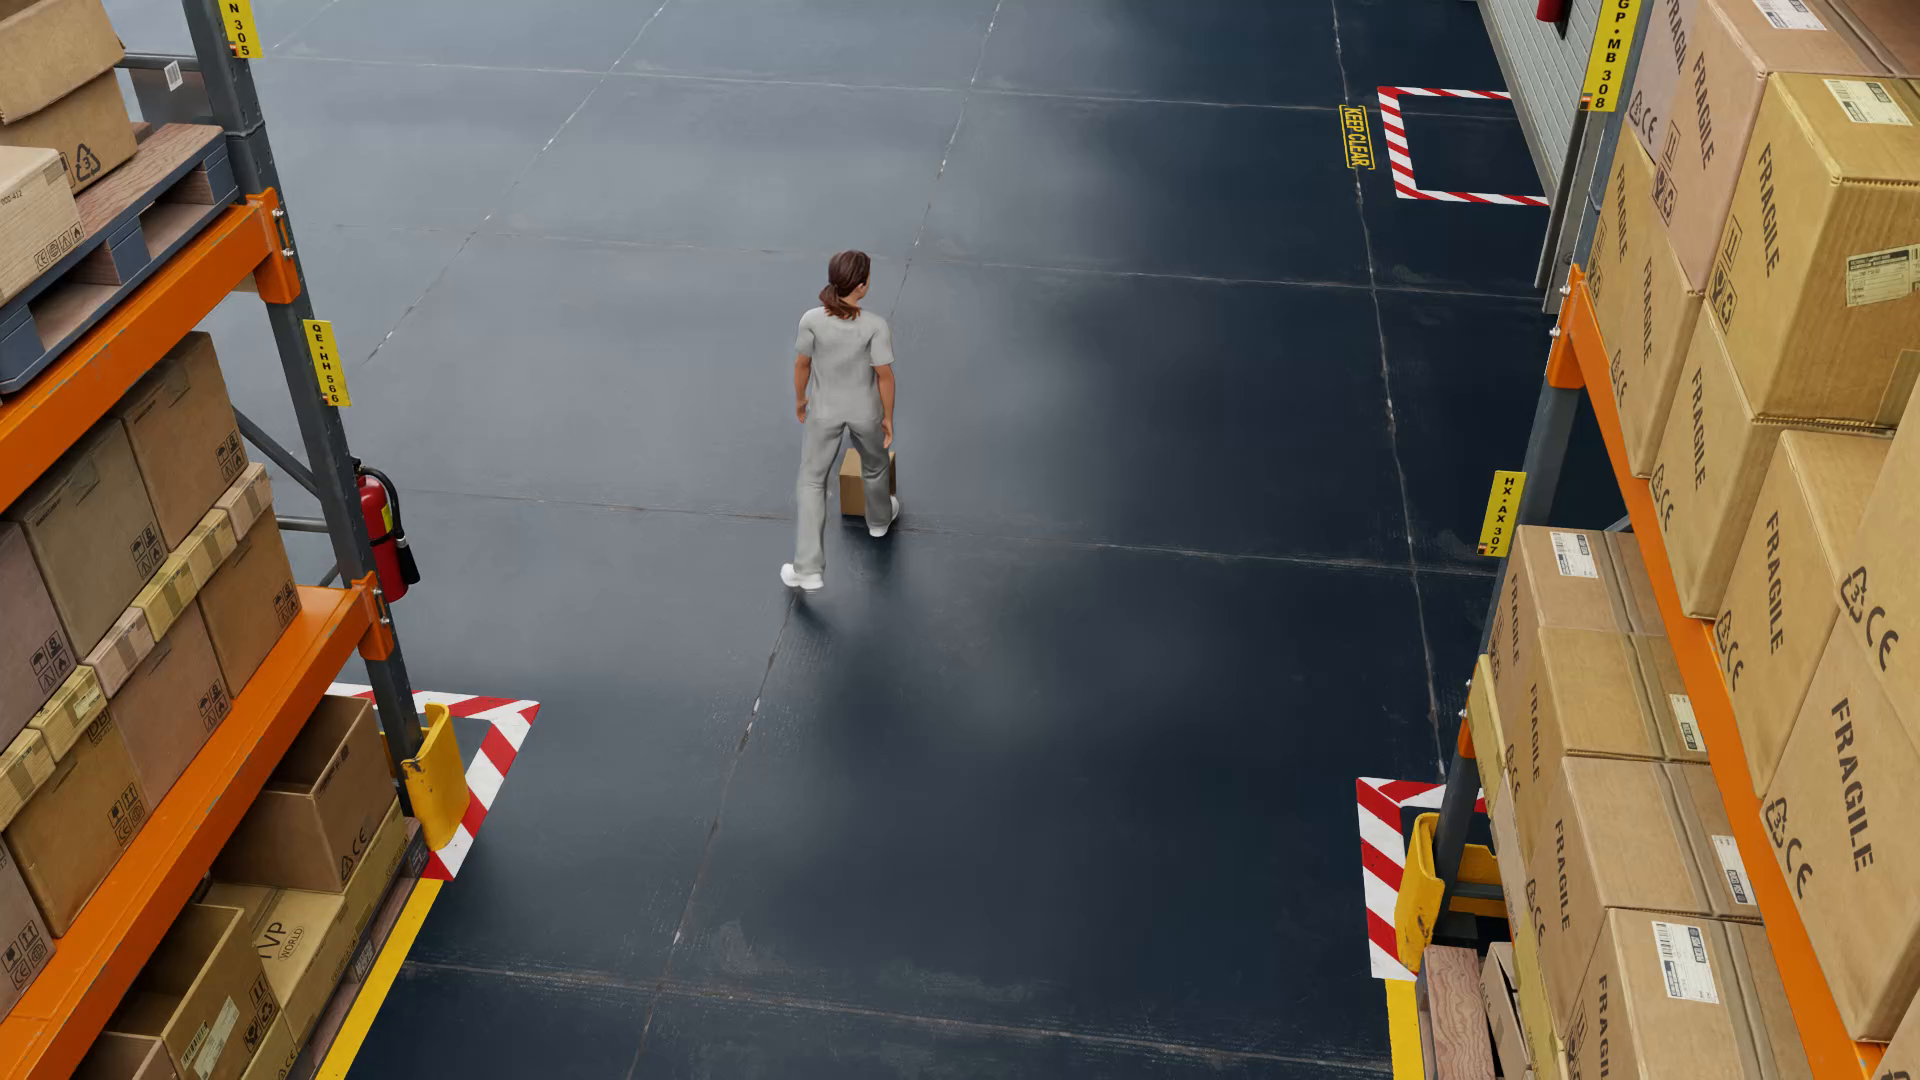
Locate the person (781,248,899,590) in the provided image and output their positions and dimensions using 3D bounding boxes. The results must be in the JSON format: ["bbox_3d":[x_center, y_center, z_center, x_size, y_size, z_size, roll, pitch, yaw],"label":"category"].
[{"bbox_3d":[-0.583,-0.588,7.838,0.567,1.650,0.901,1,36,1],"label":"person"}]
